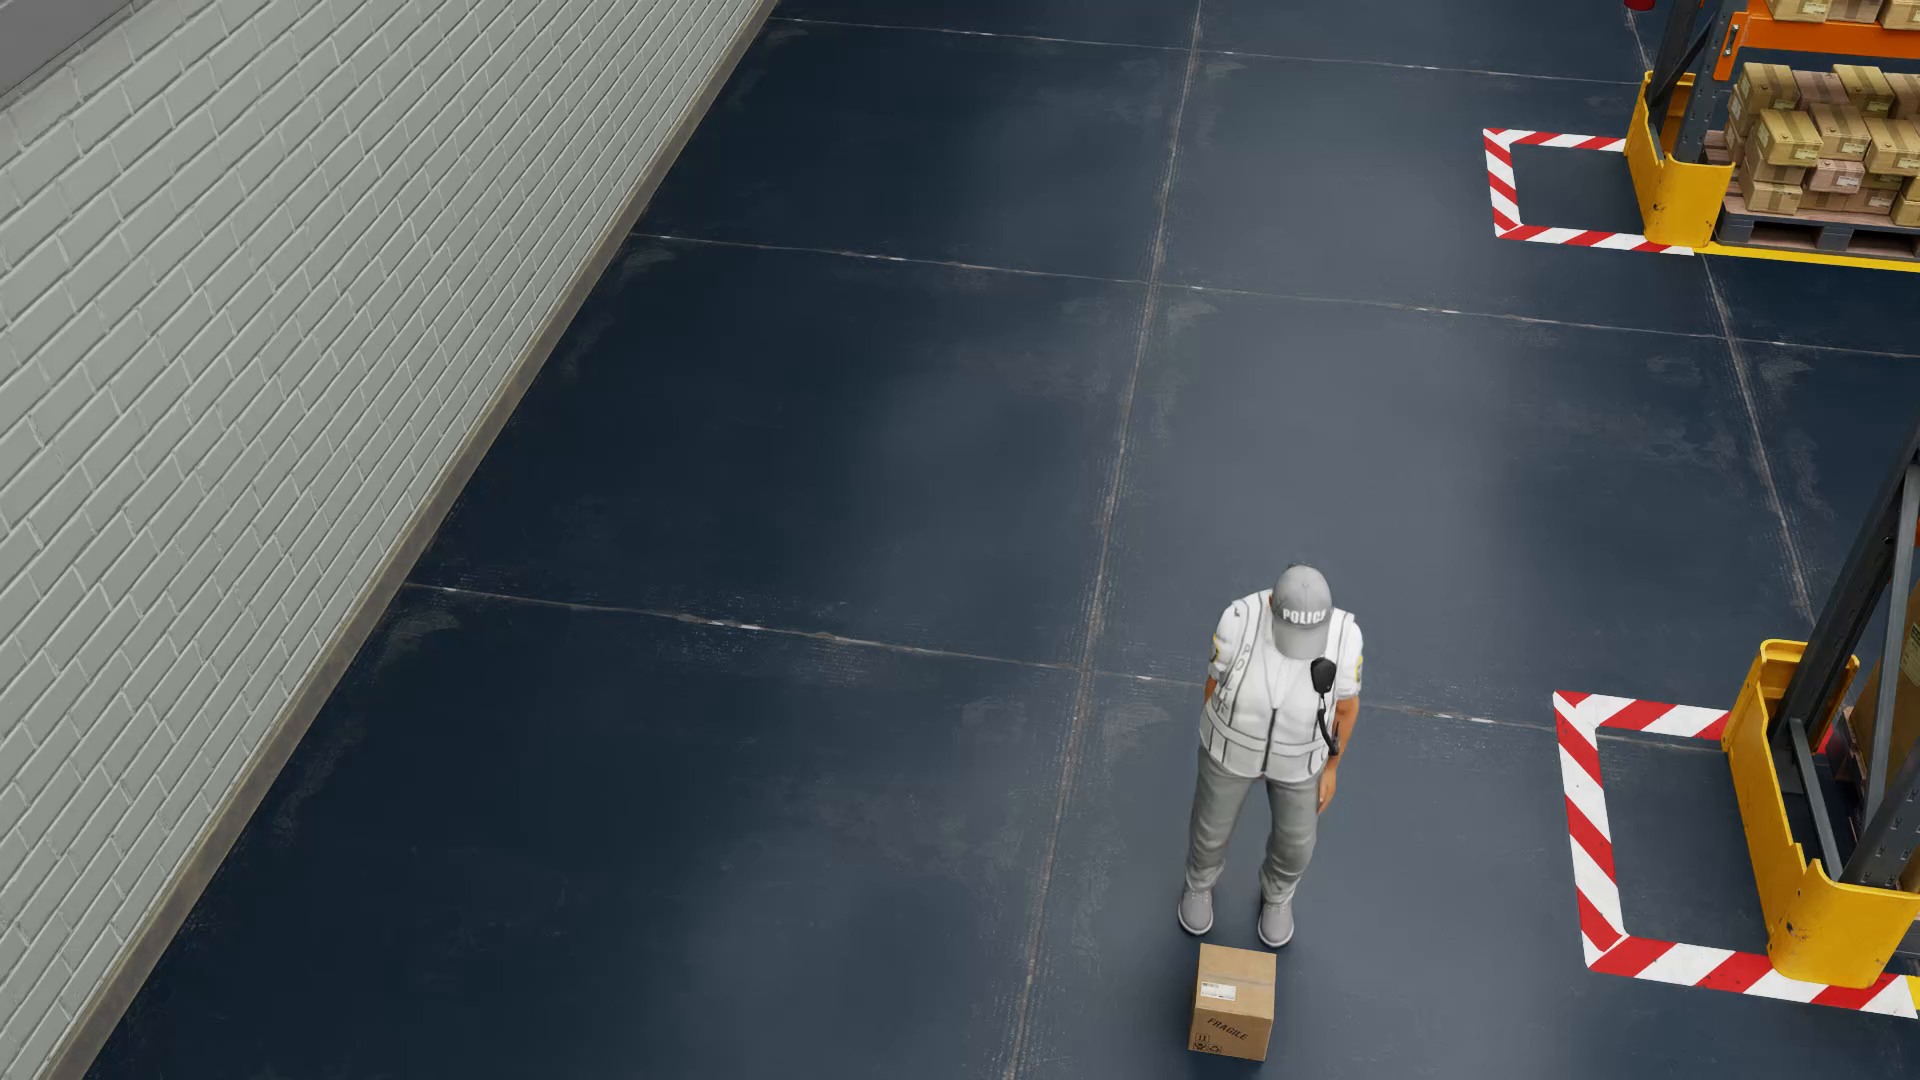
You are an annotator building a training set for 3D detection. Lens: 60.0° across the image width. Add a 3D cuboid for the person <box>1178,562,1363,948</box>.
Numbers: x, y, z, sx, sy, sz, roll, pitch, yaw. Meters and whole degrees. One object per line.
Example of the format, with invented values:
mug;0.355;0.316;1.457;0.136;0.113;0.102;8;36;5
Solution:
person;1.004;0.699;5.368;0.480;1.646;0.394;7;41;8
